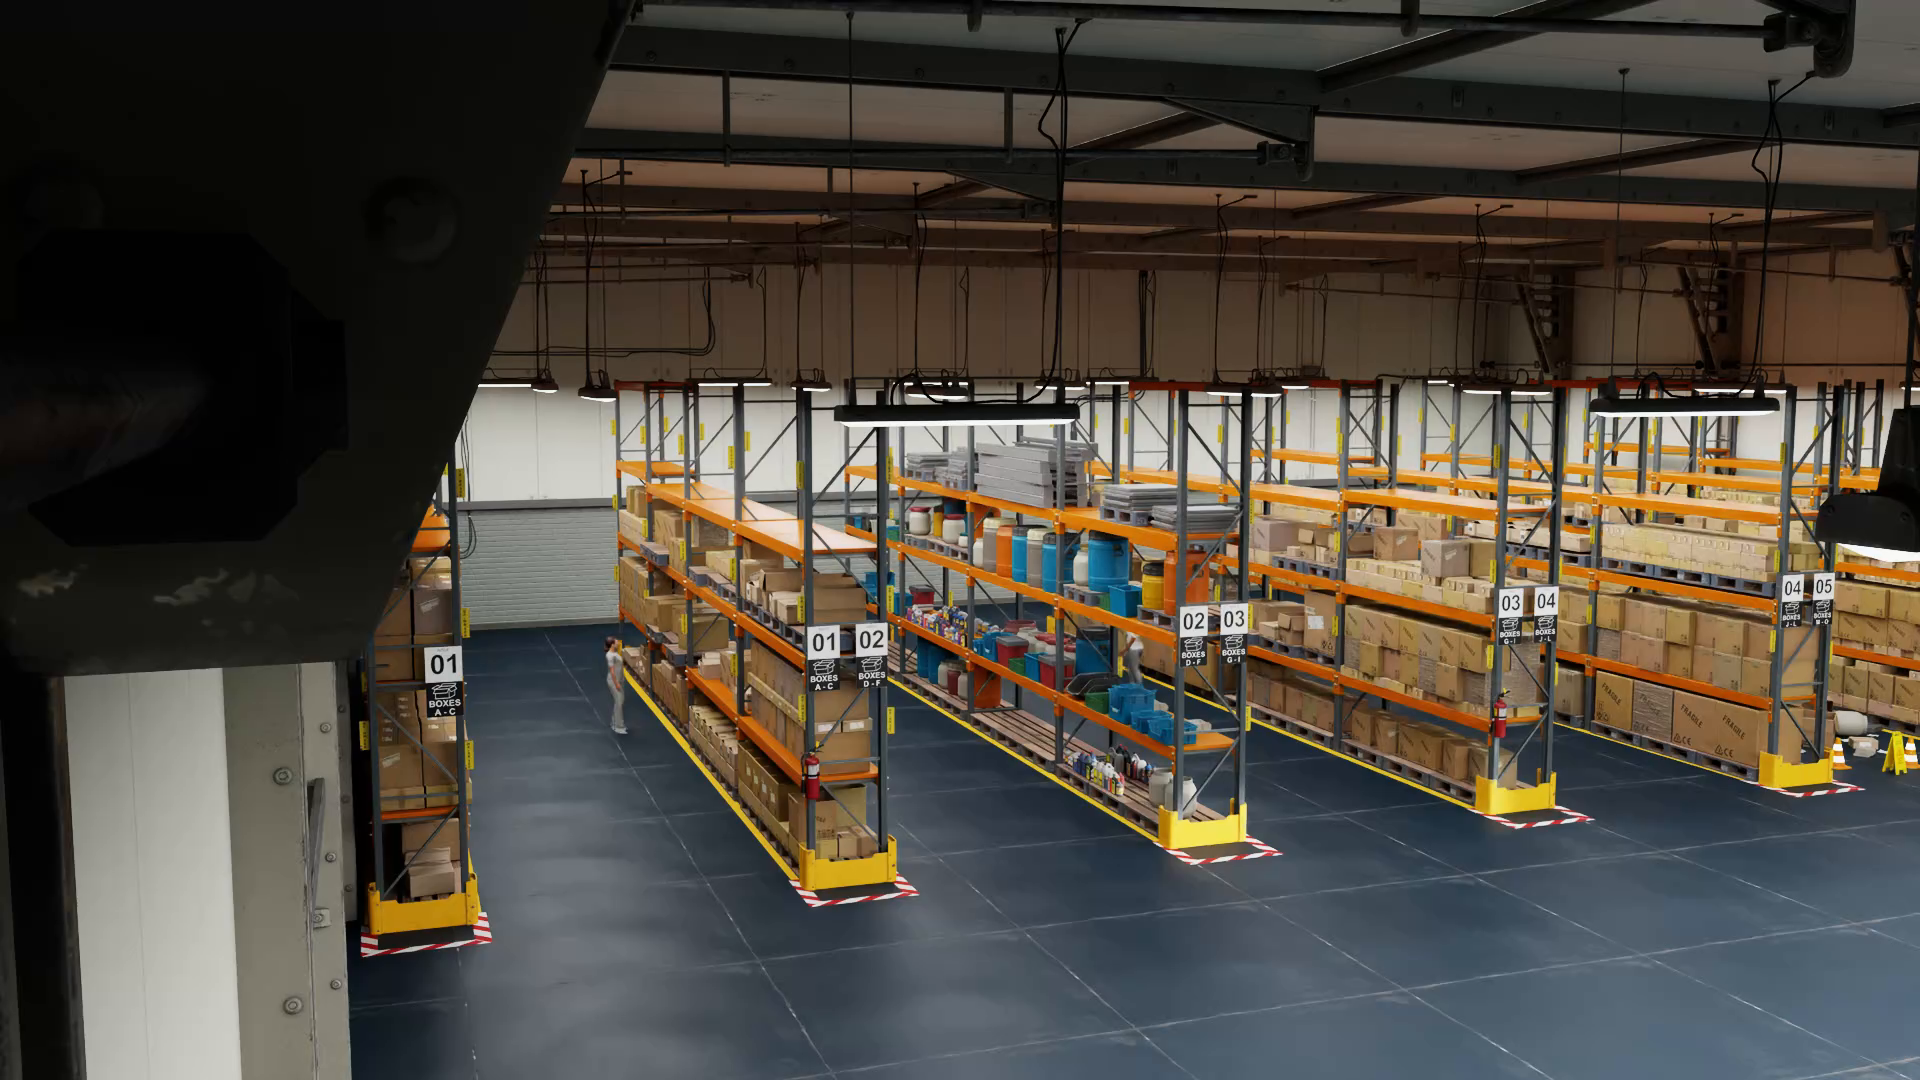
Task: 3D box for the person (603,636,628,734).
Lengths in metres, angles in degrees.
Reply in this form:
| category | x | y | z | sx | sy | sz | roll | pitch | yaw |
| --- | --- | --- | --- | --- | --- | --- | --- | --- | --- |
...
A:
| category | x | y | z | sx | sy | sz | roll | pitch | yaw |
| --- | --- | --- | --- | --- | --- | --- | --- | --- | --- |
| person | -5.889 | 2.503 | 28.744 | 0.522 | 1.717 | 0.463 | 2 | 6 | 15 |

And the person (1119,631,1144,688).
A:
| category | x | y | z | sx | sy | sz | roll | pitch | yaw |
| --- | --- | --- | --- | --- | --- | --- | --- | --- | --- |
| person | 3.290 | 2.154 | 31.771 | 0.545 | 1.749 | 0.569 | 4 | 7 | 34 |
